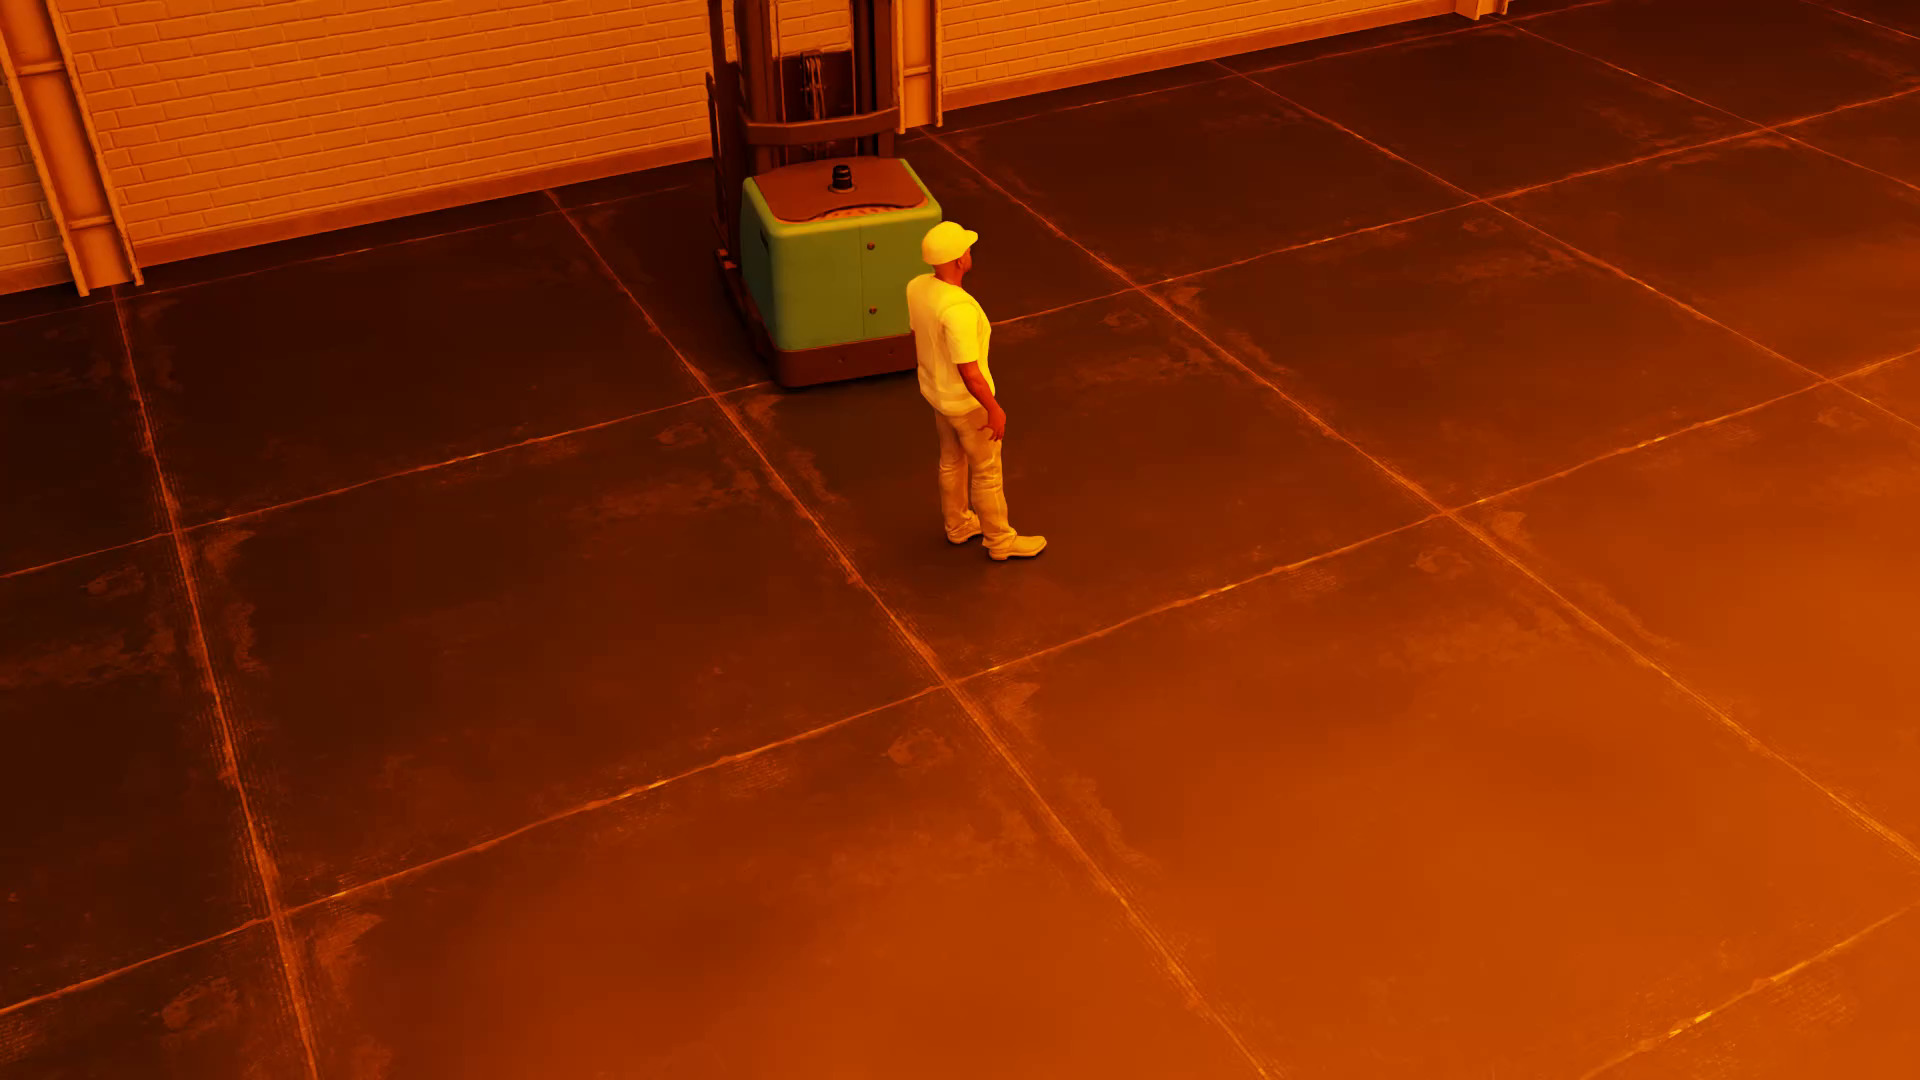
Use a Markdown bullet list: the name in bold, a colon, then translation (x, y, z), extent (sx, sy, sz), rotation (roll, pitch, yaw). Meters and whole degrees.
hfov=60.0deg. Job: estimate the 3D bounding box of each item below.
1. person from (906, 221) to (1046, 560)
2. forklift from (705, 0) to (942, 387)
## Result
- **person**: translation (0.065, -0.743, 8.171), extent (0.575, 1.768, 0.665), rotation (-17, 39, -23)
- **forklift**: translation (-1.022, -2.946, 10.291), extent (1.130, 2.935, 3.031), rotation (-11, 37, -14)
